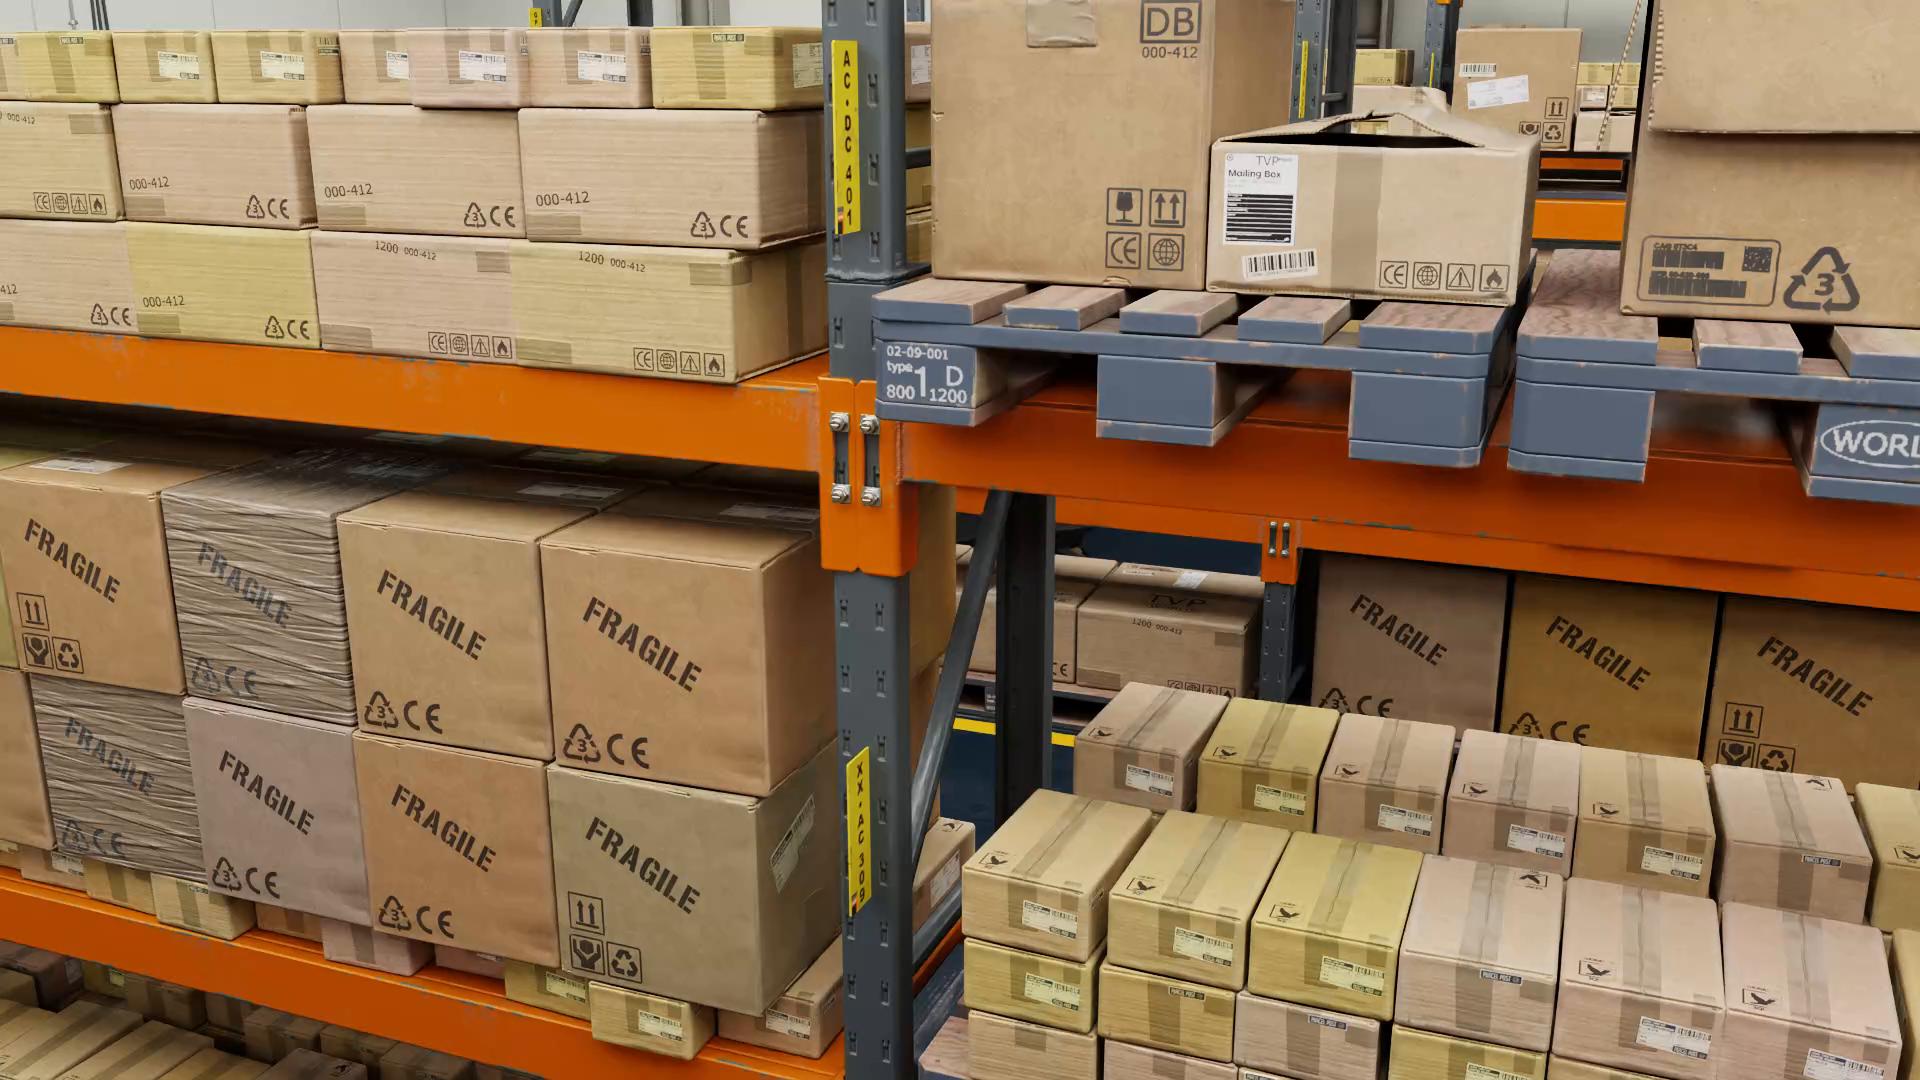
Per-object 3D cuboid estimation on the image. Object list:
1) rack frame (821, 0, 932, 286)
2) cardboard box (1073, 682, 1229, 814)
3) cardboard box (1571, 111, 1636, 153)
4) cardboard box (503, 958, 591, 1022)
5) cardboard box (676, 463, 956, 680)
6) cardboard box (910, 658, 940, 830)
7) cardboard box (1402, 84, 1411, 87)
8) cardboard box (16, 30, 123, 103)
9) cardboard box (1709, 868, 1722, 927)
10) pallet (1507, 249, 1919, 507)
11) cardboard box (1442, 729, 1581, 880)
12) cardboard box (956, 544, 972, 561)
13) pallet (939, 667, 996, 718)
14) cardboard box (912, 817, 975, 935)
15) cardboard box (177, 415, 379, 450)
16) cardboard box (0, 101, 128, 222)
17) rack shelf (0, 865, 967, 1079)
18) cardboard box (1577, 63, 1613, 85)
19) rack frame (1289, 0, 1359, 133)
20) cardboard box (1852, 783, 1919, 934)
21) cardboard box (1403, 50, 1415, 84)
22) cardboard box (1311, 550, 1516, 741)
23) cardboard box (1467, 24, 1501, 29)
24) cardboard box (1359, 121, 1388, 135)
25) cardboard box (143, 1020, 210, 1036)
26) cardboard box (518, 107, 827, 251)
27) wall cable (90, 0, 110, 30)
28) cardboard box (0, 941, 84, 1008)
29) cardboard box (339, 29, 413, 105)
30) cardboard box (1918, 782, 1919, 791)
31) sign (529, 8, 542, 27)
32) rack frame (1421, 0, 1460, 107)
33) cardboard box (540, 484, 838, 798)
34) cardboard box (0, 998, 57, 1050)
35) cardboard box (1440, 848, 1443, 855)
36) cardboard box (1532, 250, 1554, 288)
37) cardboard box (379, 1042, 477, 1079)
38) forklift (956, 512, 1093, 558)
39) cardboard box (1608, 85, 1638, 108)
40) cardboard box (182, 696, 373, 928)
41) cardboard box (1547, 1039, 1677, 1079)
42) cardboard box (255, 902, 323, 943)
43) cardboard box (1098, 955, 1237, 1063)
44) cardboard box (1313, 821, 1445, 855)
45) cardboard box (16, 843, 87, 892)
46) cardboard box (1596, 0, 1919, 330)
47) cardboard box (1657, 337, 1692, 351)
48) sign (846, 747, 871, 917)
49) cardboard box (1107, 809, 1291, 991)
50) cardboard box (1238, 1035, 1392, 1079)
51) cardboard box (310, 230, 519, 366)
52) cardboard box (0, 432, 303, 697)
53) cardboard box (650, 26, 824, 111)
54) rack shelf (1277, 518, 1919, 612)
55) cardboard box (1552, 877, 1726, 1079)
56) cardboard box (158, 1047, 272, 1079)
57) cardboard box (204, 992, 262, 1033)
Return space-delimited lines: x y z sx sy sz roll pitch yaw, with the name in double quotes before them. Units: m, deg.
"rack frame" -0.005 -2.034 3.039 0.127 3.000 1.000 6 17 21
"cardboard box" 0.440 0.471 3.802 0.250 0.149 0.380 7 18 23
"cardboard box" 2.766 -1.757 7.130 0.250 0.166 0.380 5 17 17
"cardboard box" -0.862 0.958 3.943 0.250 0.149 0.380 7 18 23
"cardboard box" -0.335 0.067 4.057 0.500 0.500 0.500 7 17 22
"cardboard box" -0.373 0.540 4.219 0.500 0.500 0.500 6 17 20
"cardboard box" 3.169 -3.372 12.762 0.500 0.250 0.500 6 17 19
"cardboard box" -1.852 -1.060 3.722 0.250 0.149 0.380 6 17 20
"cardboard box" 1.666 0.747 3.385 0.250 0.149 0.380 6 17 21
"pallet" 1.497 -0.307 2.808 1.003 0.211 1.213 6 17 21
"cardboard box" 1.175 0.552 3.523 0.250 0.149 0.380 6 17 20
"cardboard box" -0.498 0.306 9.583 0.875 0.438 0.875 7 18 22
"pallet" -0.100 0.670 9.488 1.213 0.211 1.003 6 17 21
"cardboard box" -0.148 0.854 4.302 0.250 0.149 0.380 7 18 23
"cardboard box" -1.757 -0.095 4.613 0.500 0.500 0.500 6 17 19
"cardboard box" -1.990 -0.899 3.882 0.500 0.250 0.500 6 17 19
"rack shelf" -1.865 0.988 4.680 4.000 0.370 1.077 6 17 21
"cardboard box" 4.396 -3.238 11.550 0.250 0.149 0.380 6 17 20
"rack frame" 1.718 -3.328 7.497 0.127 3.000 1.000 6 17 21
"cardboard box" 1.904 0.632 3.248 0.250 0.149 0.380 6 17 20
"cardboard box" 3.179 -3.610 12.689 0.500 0.250 0.500 6 17 20
"cardboard box" 2.324 0.414 8.424 0.875 0.875 0.875 7 18 22
"cardboard box" 3.688 -3.525 11.796 0.258 0.266 0.396 6 17 20
"cardboard box" 3.093 -3.015 12.248 0.250 0.149 0.380 6 17 20
"cardboard box" -2.434 1.549 5.283 0.250 0.149 0.380 6 17 20
"cardboard box" -0.527 -0.743 3.344 0.500 0.250 0.500 5 17 18
"wall cable" -6.063 -5.177 13.800 0.133 3.039 2.988 6 17 21
"cardboard box" -2.927 1.349 5.441 0.250 0.149 0.380 7 17 22
"cardboard box" -1.089 -1.010 3.549 0.250 0.149 0.380 7 18 23
"cardboard box" 4.827 0.689 7.479 0.875 0.875 0.875 6 17 20
"sign" -2.213 -2.611 8.698 0.005 0.325 0.100 6 17 21
"rack frame" 3.535 -4.616 11.932 0.127 3.000 1.000 6 17 21
"cardboard box" -0.541 0.198 3.604 0.500 0.500 0.500 6 17 19
"cardboard box" -2.875 1.517 4.860 0.250 0.149 0.380 6 17 20
"cardboard box" 1.144 0.834 3.619 0.250 0.149 0.380 5 17 18
"cardboard box" 4.385 -1.824 12.143 0.500 0.500 0.700 6 17 21
"cardboard box" -1.478 1.509 4.889 0.250 0.149 0.380 6 17 18
"forklift" 0.227 -1.226 11.140 1.130 2.935 3.031 -6 17 -20
"cardboard box" 4.619 -3.067 11.495 0.250 0.149 0.380 6 17 20
"cardboard box" -1.503 0.575 4.098 0.500 0.500 0.500 6 17 20
"cardboard box" 1.169 0.889 2.896 0.250 0.149 0.380 7 18 23
"cardboard box" -1.574 0.866 4.262 0.250 0.149 0.380 6 17 20
"cardboard box" 0.435 0.809 3.171 0.250 0.149 0.380 6 17 20
"cardboard box" 0.913 0.666 3.665 0.250 0.149 0.380 7 18 23
"cardboard box" -2.308 0.791 4.519 0.250 0.149 0.380 6 17 20
"cardboard box" 1.384 -0.653 2.722 0.637 0.503 0.797 6 17 20
"cardboard box" 2.971 -0.759 7.434 0.500 0.500 0.500 6 17 19
"sign" -0.197 0.573 3.267 0.005 0.325 0.100 6 17 21
"cardboard box" 0.455 0.667 3.126 0.250 0.149 0.380 7 18 22
"cardboard box" 0.684 0.979 3.118 0.250 0.149 0.380 6 17 21
"cardboard box" -1.020 -0.556 3.596 0.500 0.250 0.500 6 17 20
"cardboard box" -1.983 0.042 4.143 0.500 0.500 0.500 6 17 19
"cardboard box" -0.396 -0.914 3.218 0.250 0.149 0.380 5 17 18
"rack shelf" 3.578 0.103 7.728 4.000 0.370 1.077 6 17 21
"cardboard box" 1.162 0.746 2.854 0.250 0.149 0.380 6 17 20
"cardboard box" -2.131 1.591 4.606 0.250 0.149 0.380 7 17 21
"cardboard box" -2.152 1.398 5.270 0.250 0.149 0.380 7 18 23
